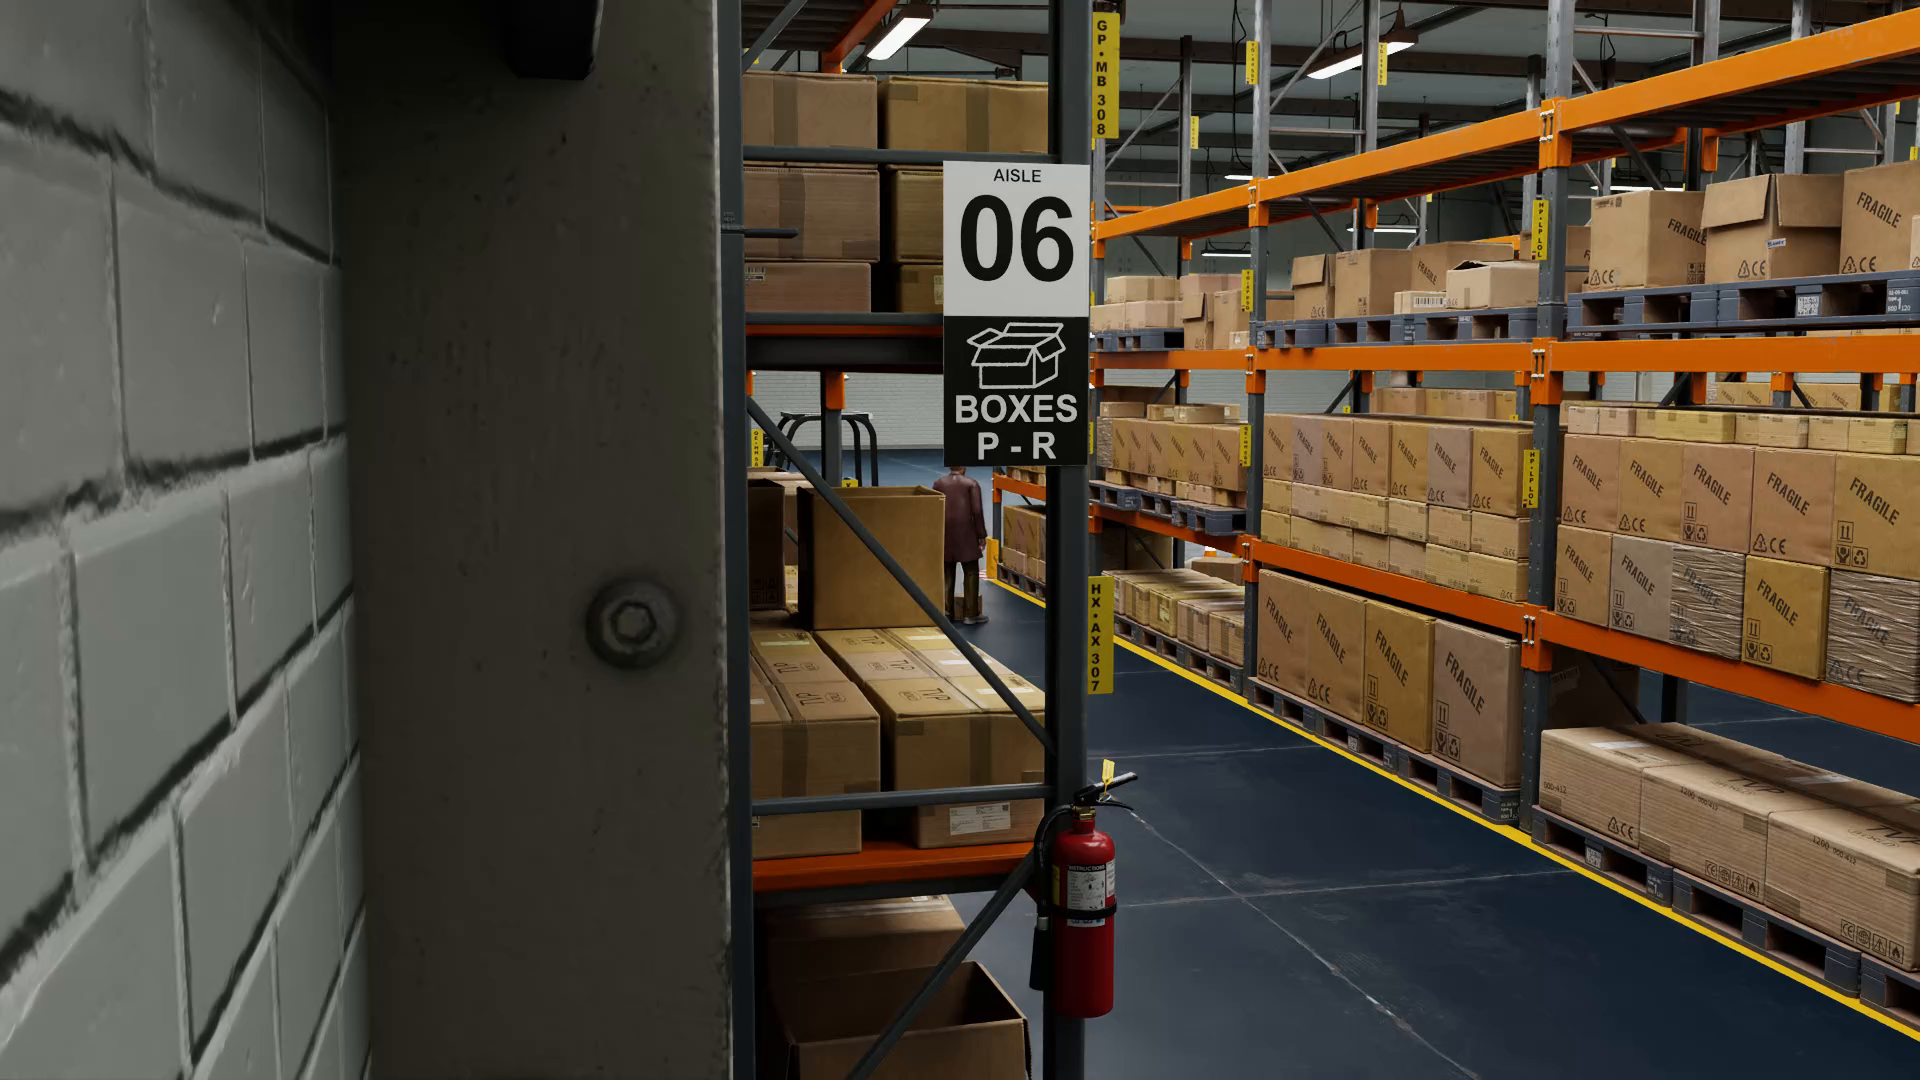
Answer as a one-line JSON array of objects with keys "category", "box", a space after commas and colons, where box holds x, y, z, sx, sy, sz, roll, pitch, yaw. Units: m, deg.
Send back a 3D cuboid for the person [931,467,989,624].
[{"category": "person", "box": [-0.032, -0.021, 17.320, 0.651, 1.772, 0.428, 2, 6, 21]}]
